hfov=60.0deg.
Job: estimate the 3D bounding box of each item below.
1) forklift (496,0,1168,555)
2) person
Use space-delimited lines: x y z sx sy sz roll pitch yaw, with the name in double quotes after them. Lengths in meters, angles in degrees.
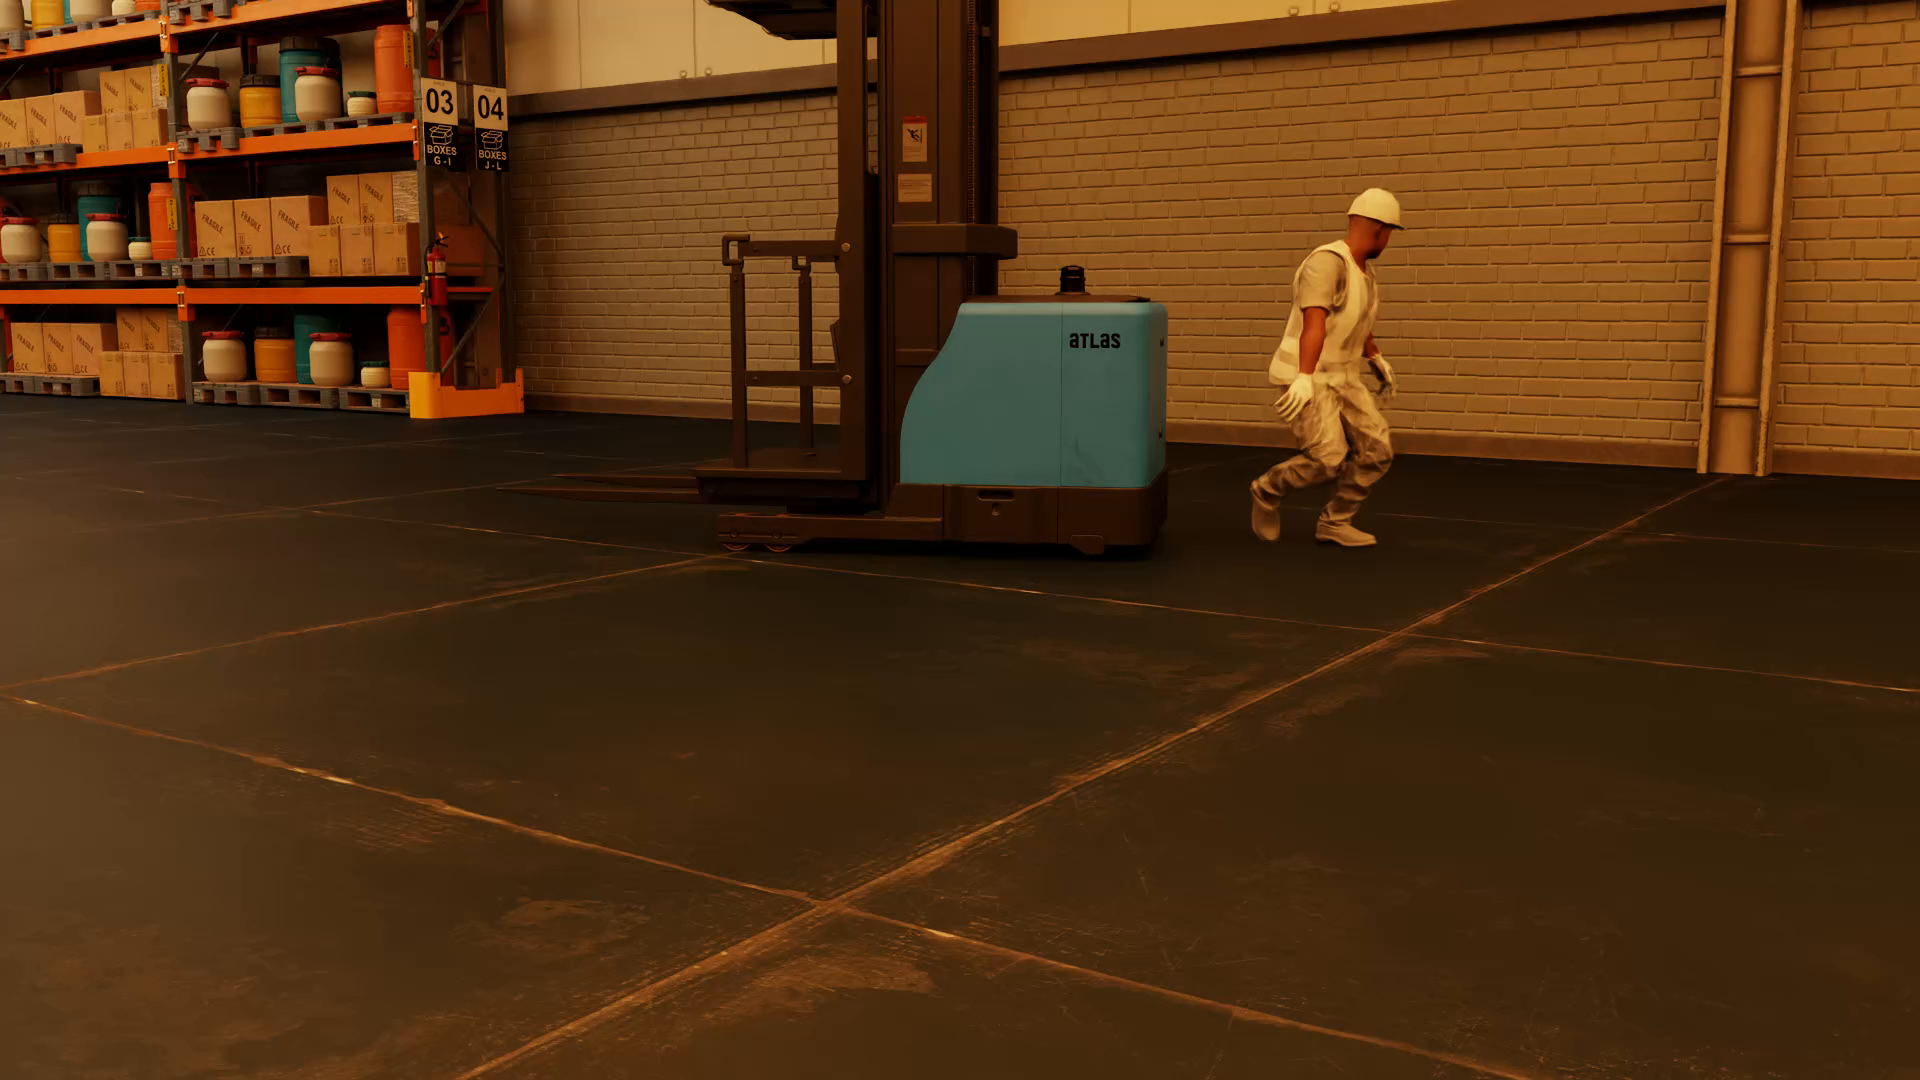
-0.596 -1.469 7.520 3.031 2.935 1.130 2 8 12 "forklift"
1.584 -0.739 7.318 0.913 1.576 0.625 -8 11 -43 "person"
